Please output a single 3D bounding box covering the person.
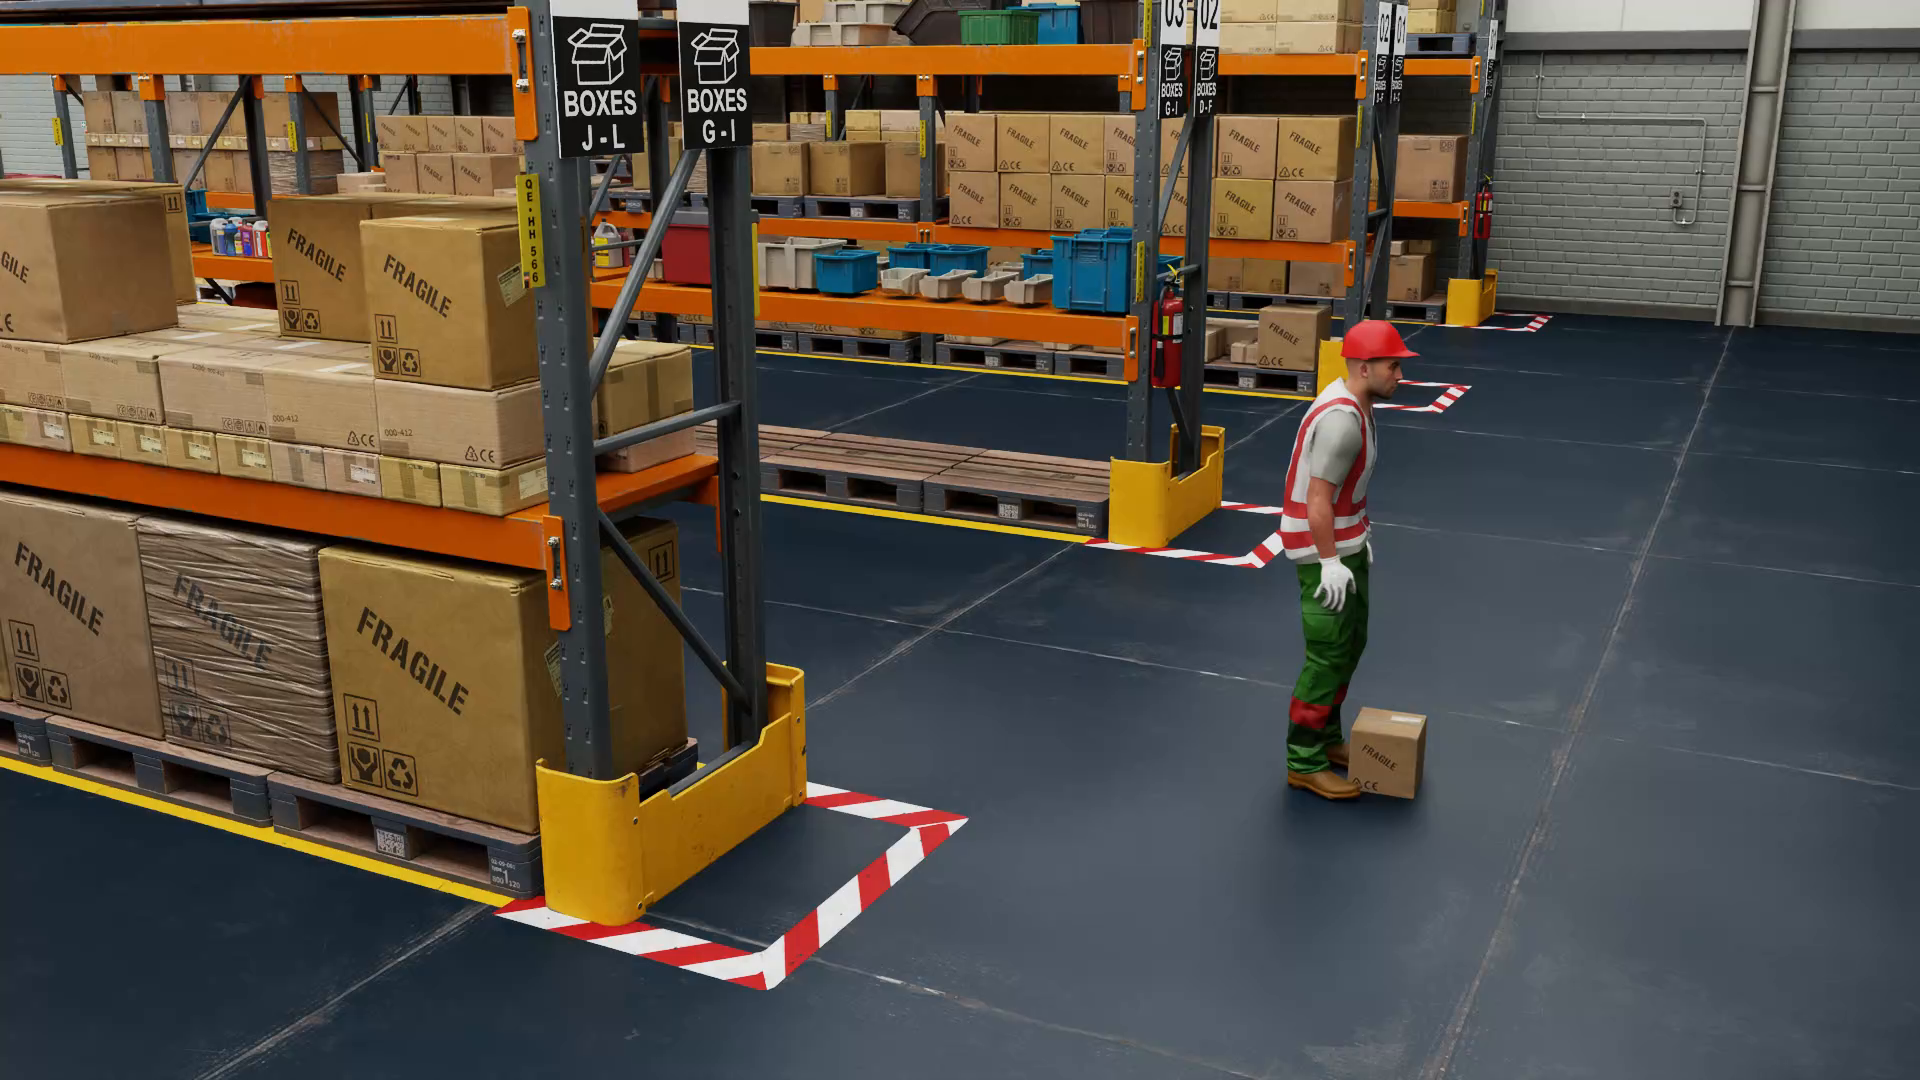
[{"bbox_3d":[1.450,0.054,6.309,0.453,1.778,0.615,7,17,22],"label":"person"}]
